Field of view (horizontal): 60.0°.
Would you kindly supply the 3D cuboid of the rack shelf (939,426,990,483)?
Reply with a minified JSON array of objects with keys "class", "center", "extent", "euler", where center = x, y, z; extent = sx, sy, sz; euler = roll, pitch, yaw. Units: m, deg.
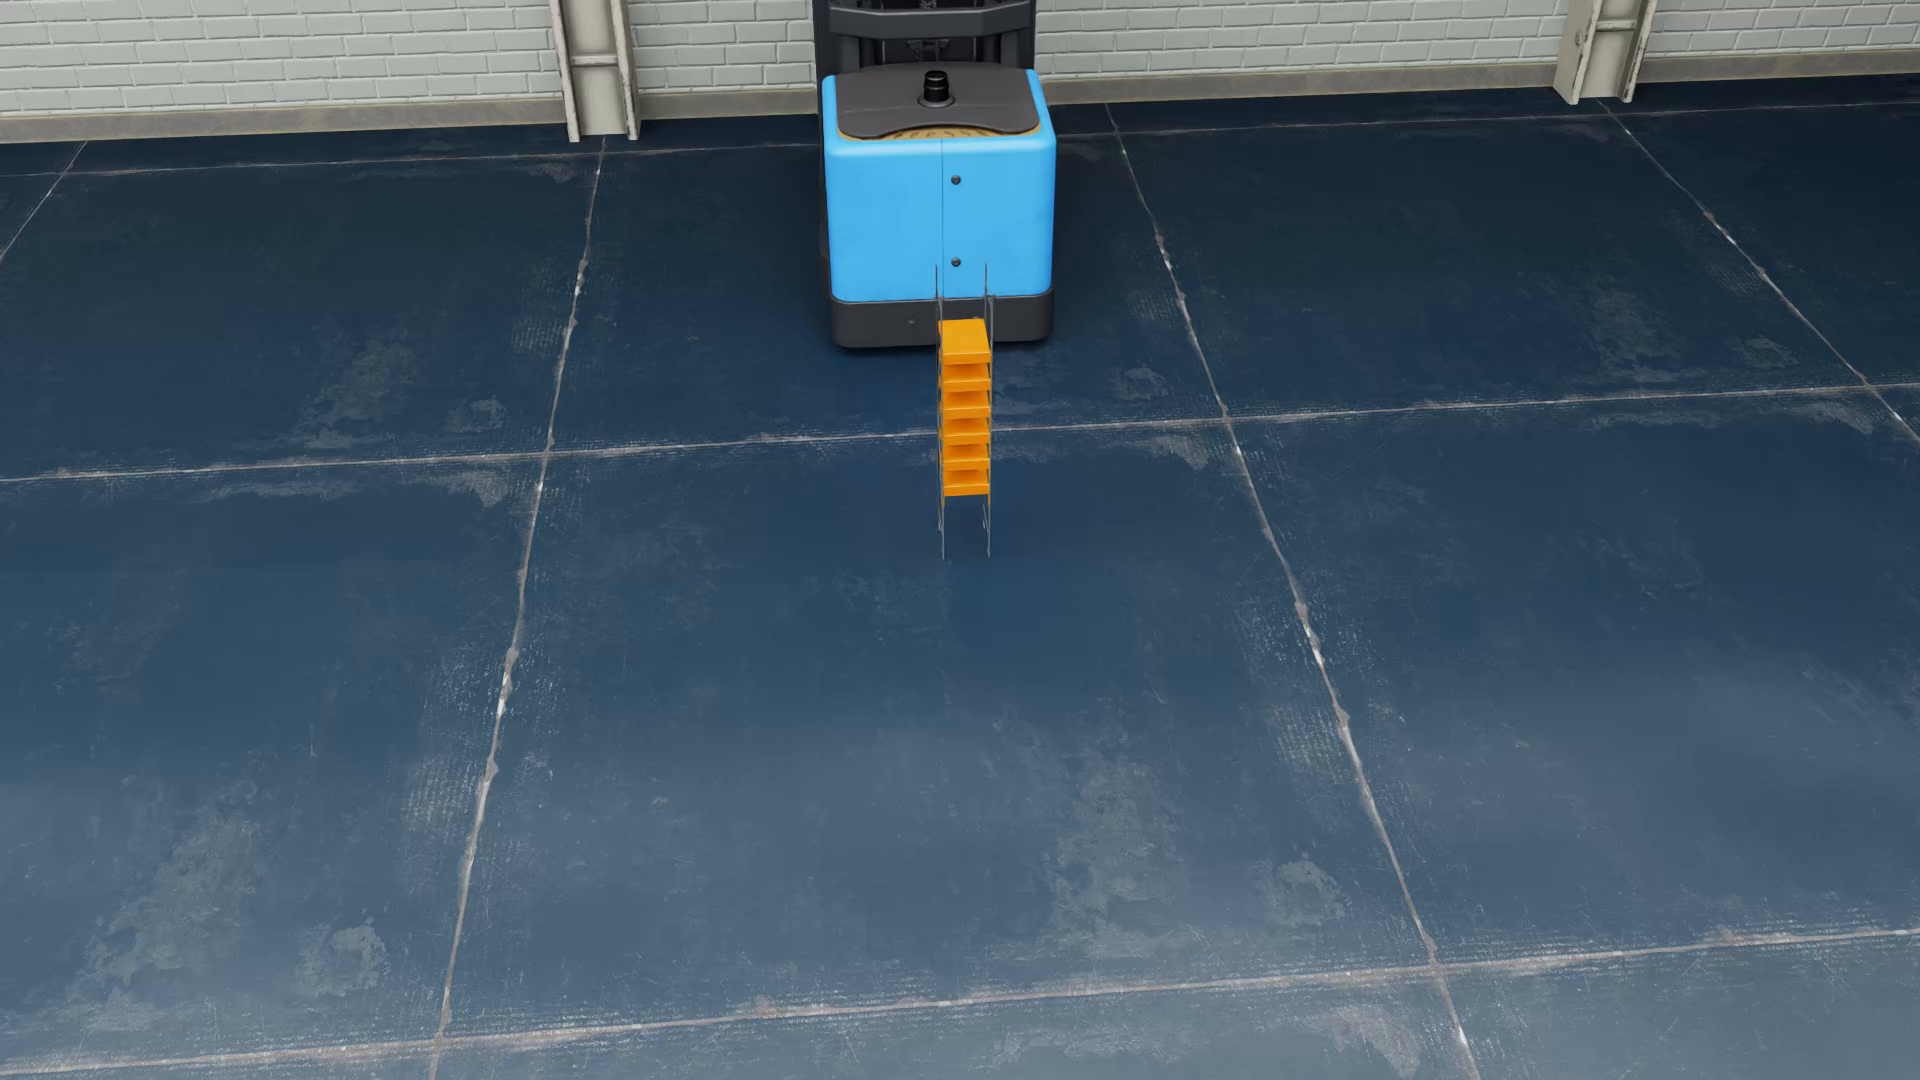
[{"class":"rack shelf","center":[0.014,-0.343,6.481],"extent":[0.180,0.103,0.258],"euler":[-3,38,-4]}]

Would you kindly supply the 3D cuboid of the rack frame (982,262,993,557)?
[{"class":"rack frame","center":[0.106,-0.477,6.386],"extent":[0.006,1.200,0.240],"euler":[-3,38,-4]}]

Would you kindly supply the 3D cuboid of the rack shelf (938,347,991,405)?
[{"class":"rack shelf","center":[0.014,-0.625,6.258],"extent":[0.180,0.103,0.258],"euler":[-3,38,-4]}]

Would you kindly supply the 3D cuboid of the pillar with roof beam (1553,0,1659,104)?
[{"class":"pillar with roof beam","center":[4.267,-3.630,4.086],"extent":[0.400,9.000,9.100],"euler":[-3,38,-4]}]

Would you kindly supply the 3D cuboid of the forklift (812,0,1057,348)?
[{"class":"forklift","center":[-0.194,-2.946,8.118],"extent":[1.130,2.935,3.031],"euler":[-3,38,-4]}]

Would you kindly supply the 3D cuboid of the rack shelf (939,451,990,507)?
[{"class":"rack shelf","center":[0.014,-0.249,6.556],"extent":[0.180,0.103,0.258],"euler":[-3,38,-4]}]

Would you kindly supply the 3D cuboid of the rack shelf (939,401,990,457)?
[{"class":"rack shelf","center":[0.014,-0.437,6.407],"extent":[0.180,0.103,0.258],"euler":[-3,38,-4]}]

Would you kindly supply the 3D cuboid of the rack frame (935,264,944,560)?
[{"class":"rack frame","center":[-0.077,-0.467,6.373],"extent":[0.006,1.200,0.240],"euler":[-3,38,-4]}]

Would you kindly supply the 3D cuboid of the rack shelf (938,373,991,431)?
[{"class":"rack shelf","center":[0.014,-0.531,6.333],"extent":[0.180,0.103,0.258],"euler":[-3,38,-4]}]

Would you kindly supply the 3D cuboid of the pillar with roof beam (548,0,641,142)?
[{"class":"pillar with roof beam","center":[-1.709,-3.301,3.669],"extent":[0.400,9.000,9.100],"euler":[-3,38,-4]}]

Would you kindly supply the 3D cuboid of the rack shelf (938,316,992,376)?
[{"class":"rack shelf","center":[0.014,-0.720,6.184],"extent":[0.180,0.103,0.258],"euler":[-3,38,-4]}]

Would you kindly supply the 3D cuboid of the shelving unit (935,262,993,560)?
[{"class":"shelving unit","center":[0.014,-0.472,6.379],"extent":[0.189,1.200,0.258],"euler":[-3,38,-4]}]
